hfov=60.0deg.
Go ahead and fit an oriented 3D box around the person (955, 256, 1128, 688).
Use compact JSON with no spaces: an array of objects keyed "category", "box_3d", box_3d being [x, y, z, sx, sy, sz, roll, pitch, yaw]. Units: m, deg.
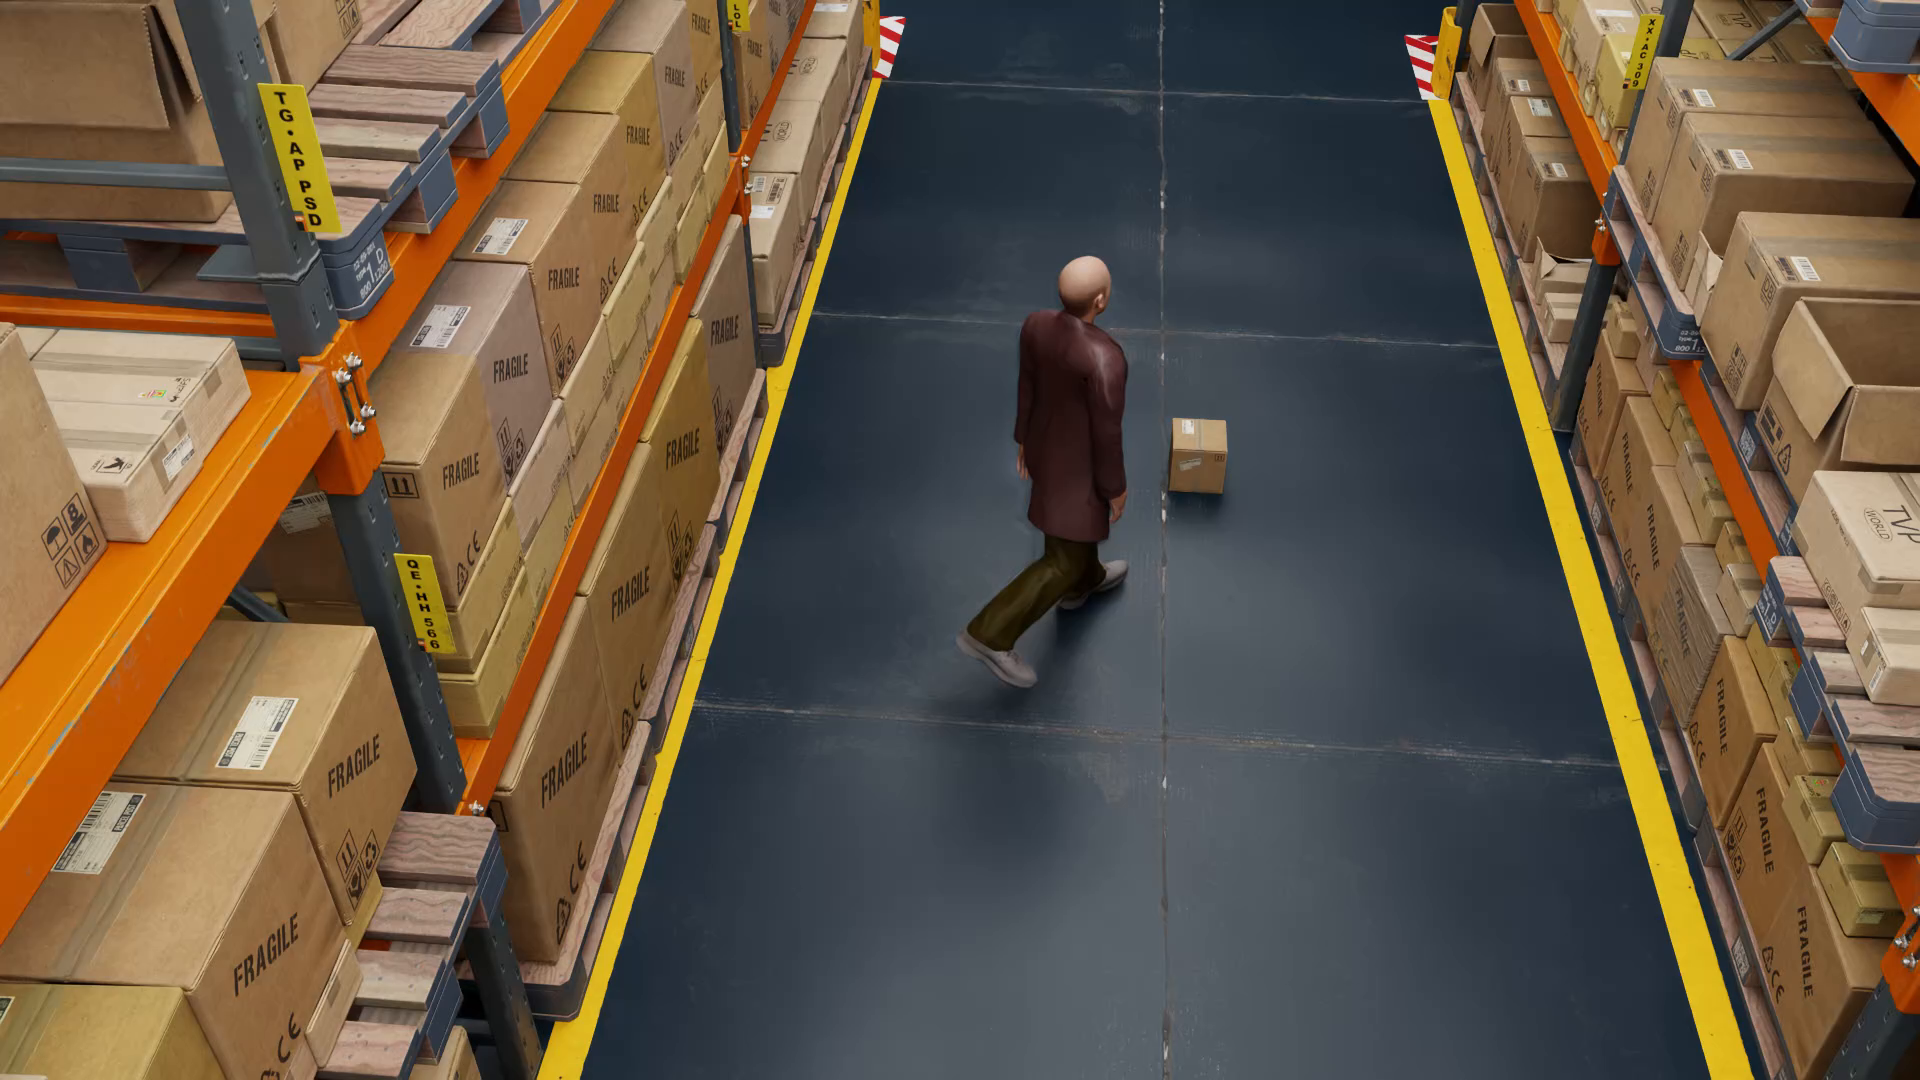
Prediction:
[{"category":"person","box_3d":[0.381,-0.285,6.508,0.976,1.758,0.598,-19,43,-21]}]
